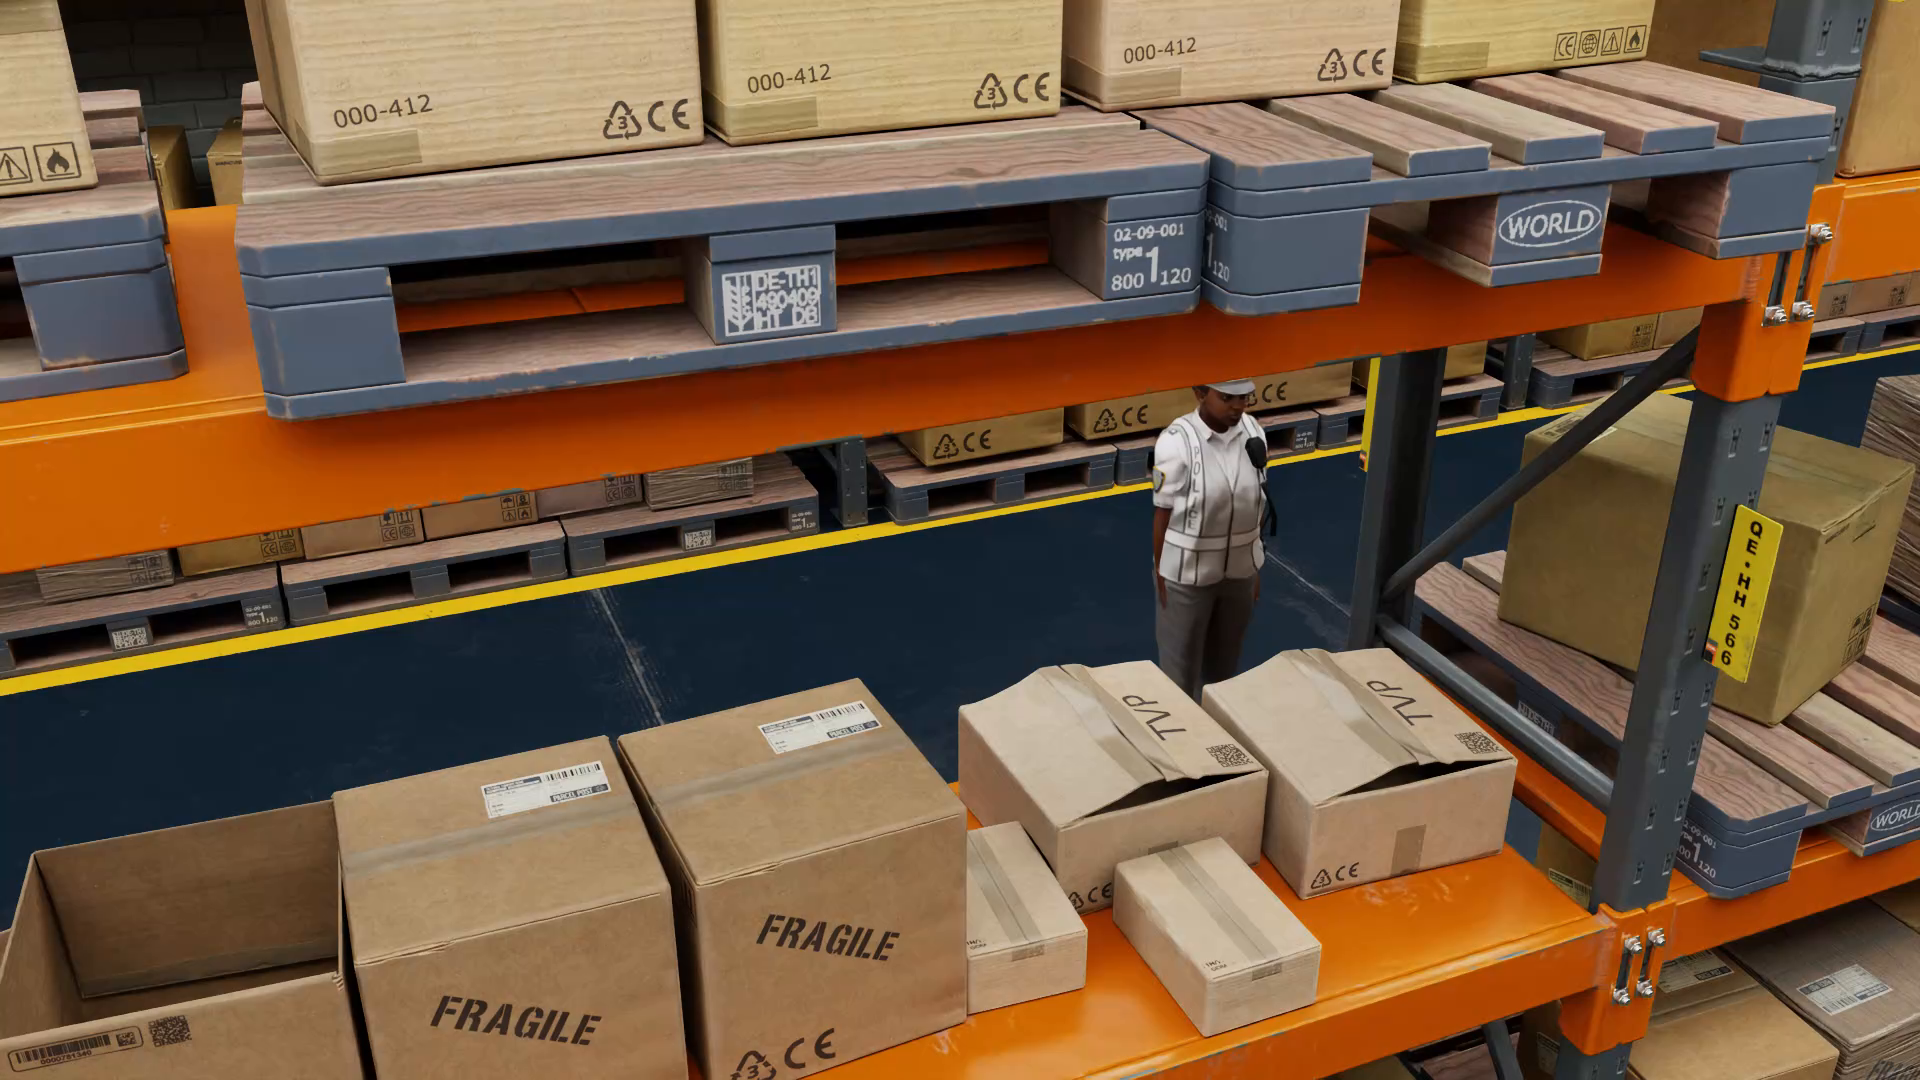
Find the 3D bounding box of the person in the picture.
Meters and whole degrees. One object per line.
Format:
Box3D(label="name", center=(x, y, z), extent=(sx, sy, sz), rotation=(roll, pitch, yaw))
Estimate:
Box3D(label="person", center=(0.878, 0.134, 5.849), extent=(0.441, 1.713, 0.416), rotation=(-10, 28, -19))
